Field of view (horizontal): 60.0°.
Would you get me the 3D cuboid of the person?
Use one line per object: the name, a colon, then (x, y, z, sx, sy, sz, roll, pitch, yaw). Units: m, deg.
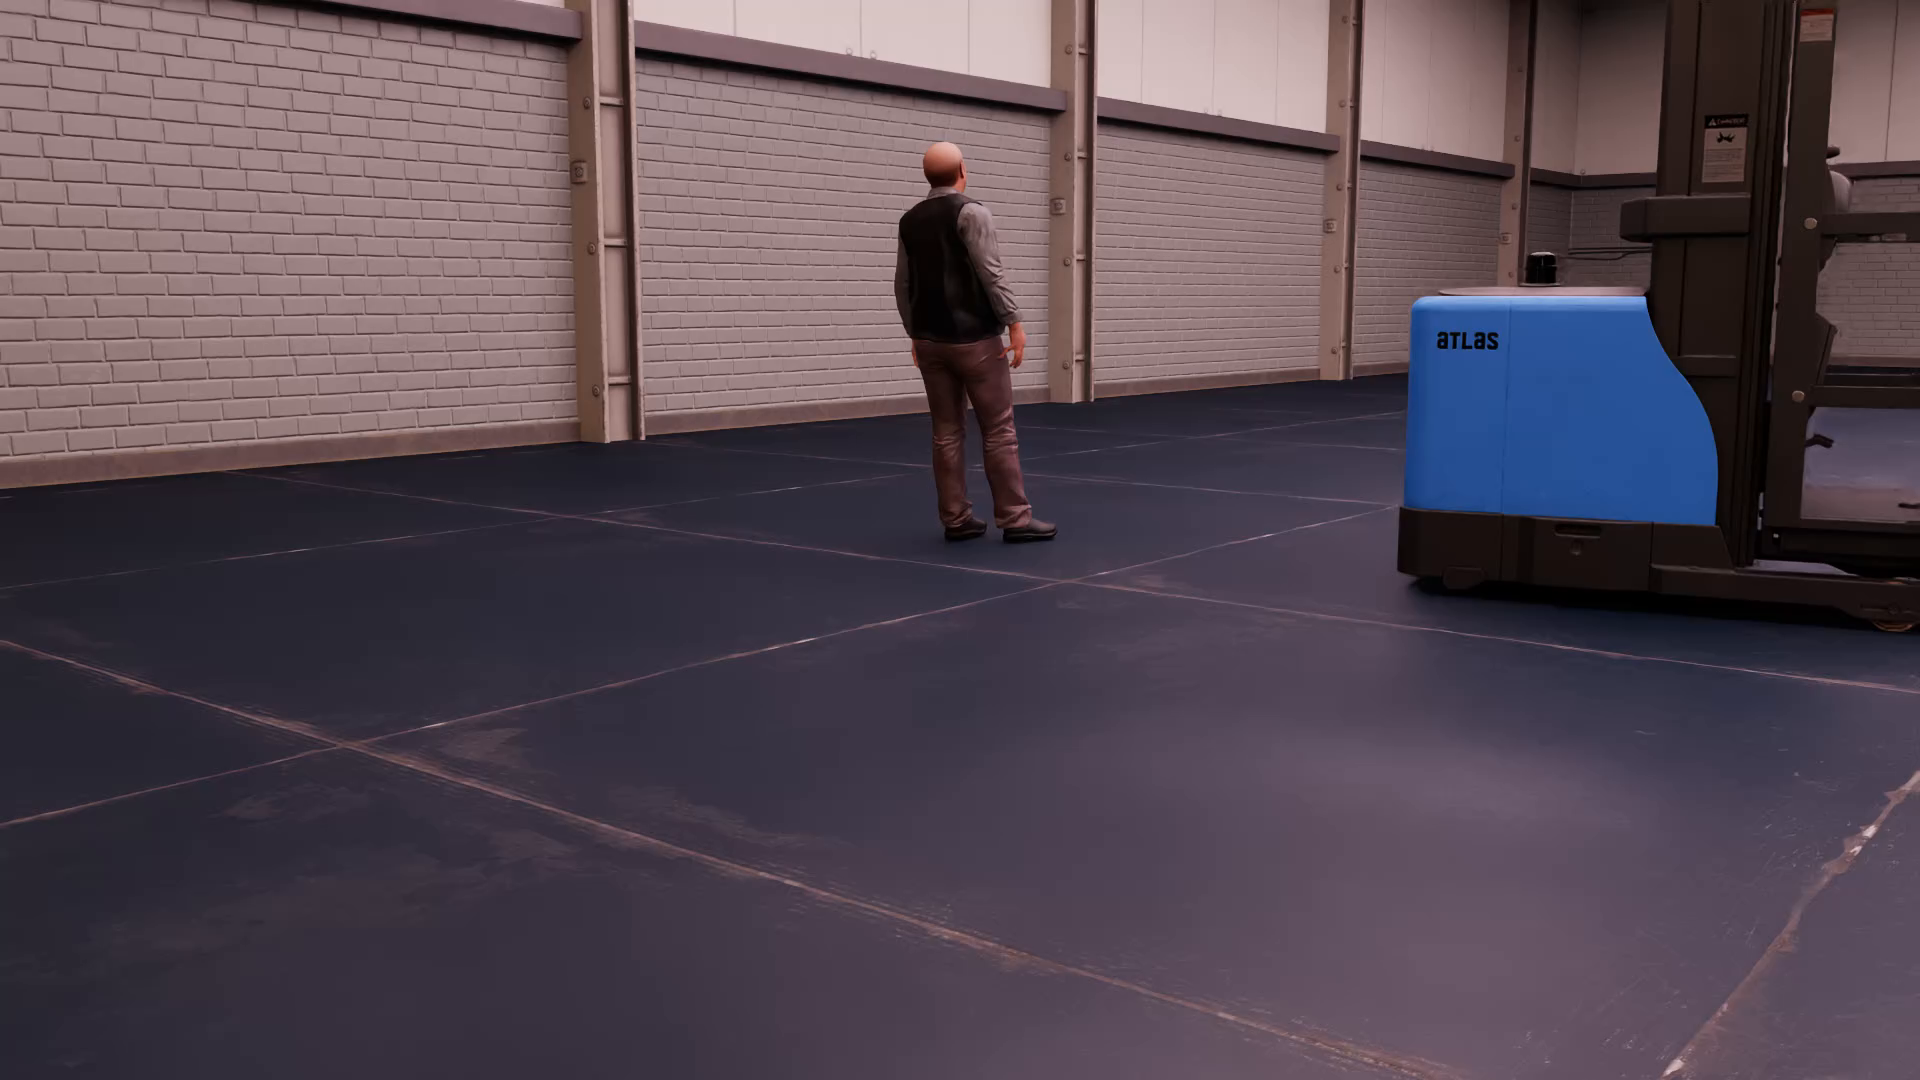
person: (0.045, -0.865, 7.322, 0.632, 1.720, 0.568, 7, 11, 38)

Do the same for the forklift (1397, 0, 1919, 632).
forklift: (3.167, -1.227, 5.669, 3.031, 2.935, 1.130, 4, 9, 26)
